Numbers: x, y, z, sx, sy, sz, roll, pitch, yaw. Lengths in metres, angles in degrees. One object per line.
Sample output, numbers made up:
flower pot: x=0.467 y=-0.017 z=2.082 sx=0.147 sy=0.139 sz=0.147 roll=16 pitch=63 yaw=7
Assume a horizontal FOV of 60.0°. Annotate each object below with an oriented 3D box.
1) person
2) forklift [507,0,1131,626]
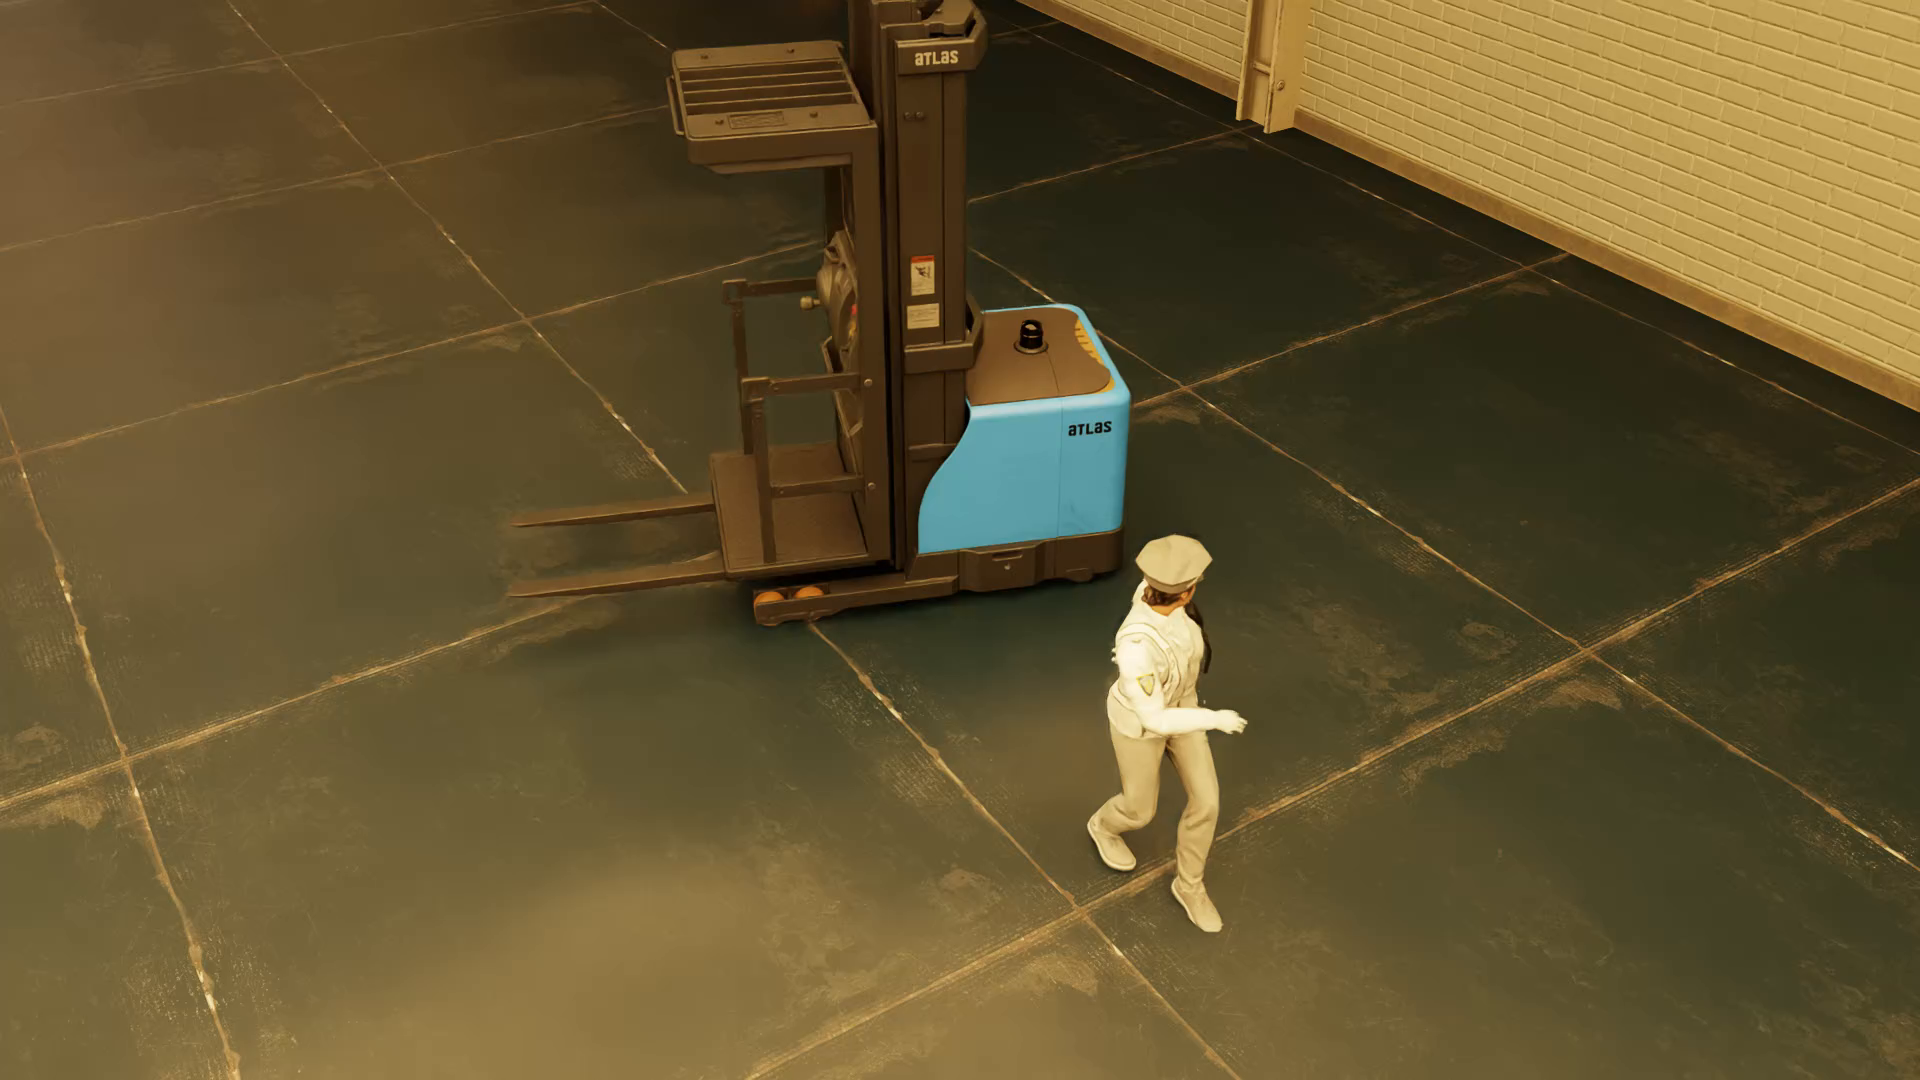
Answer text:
person: x=0.761 y=0.709 z=6.338 sx=0.527 sy=1.644 sz=0.850 roll=-26 pitch=43 yaw=-32
forklift: x=-0.745 y=-1.113 z=7.731 sx=3.031 sy=2.935 sz=1.130 roll=-7 pitch=36 yaw=-9
